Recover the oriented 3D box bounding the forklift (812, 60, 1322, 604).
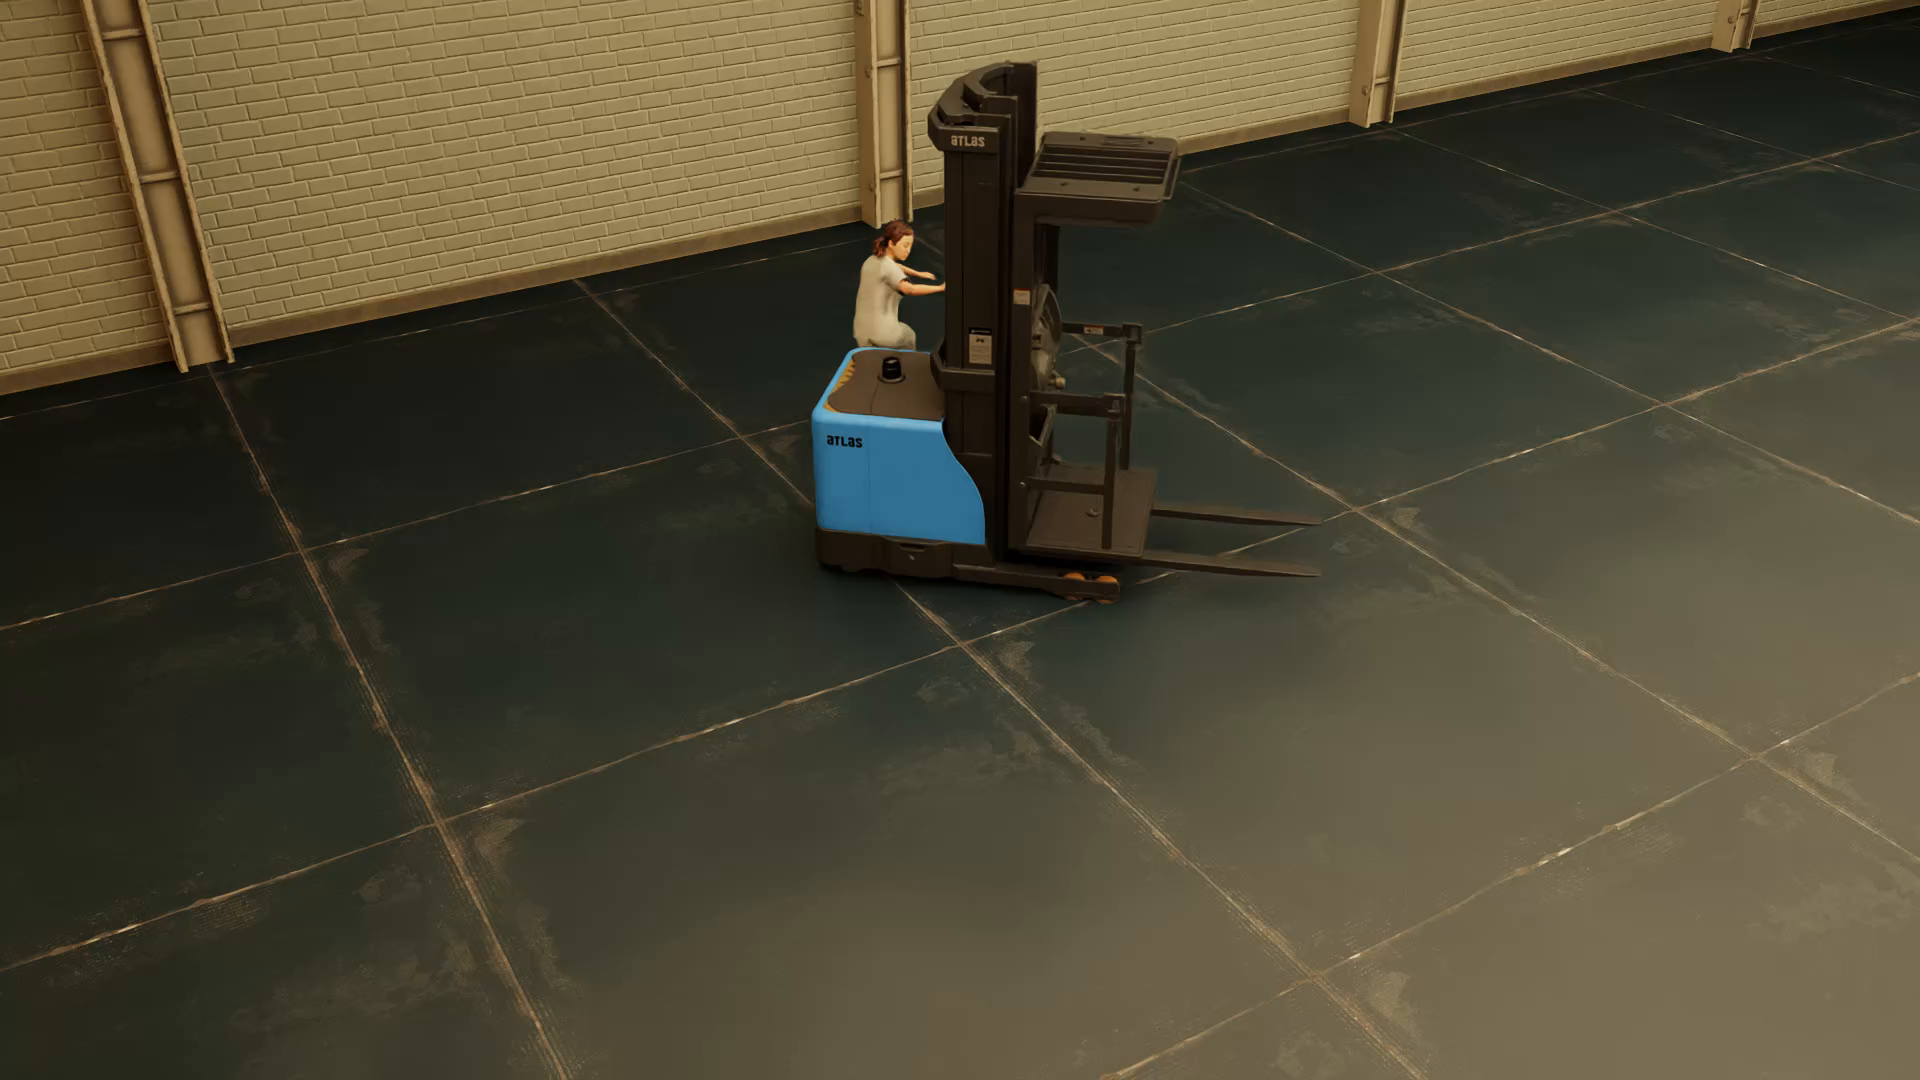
[{"bbox_3d":[0.687,-1.175,9.609,3.031,2.935,1.130,6,31,9],"label":"forklift"}]

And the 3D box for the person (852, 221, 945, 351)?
[{"bbox_3d":[-0.317,-1.525,11.682,0.767,1.436,1.072,16,34,25],"label":"person"}]
